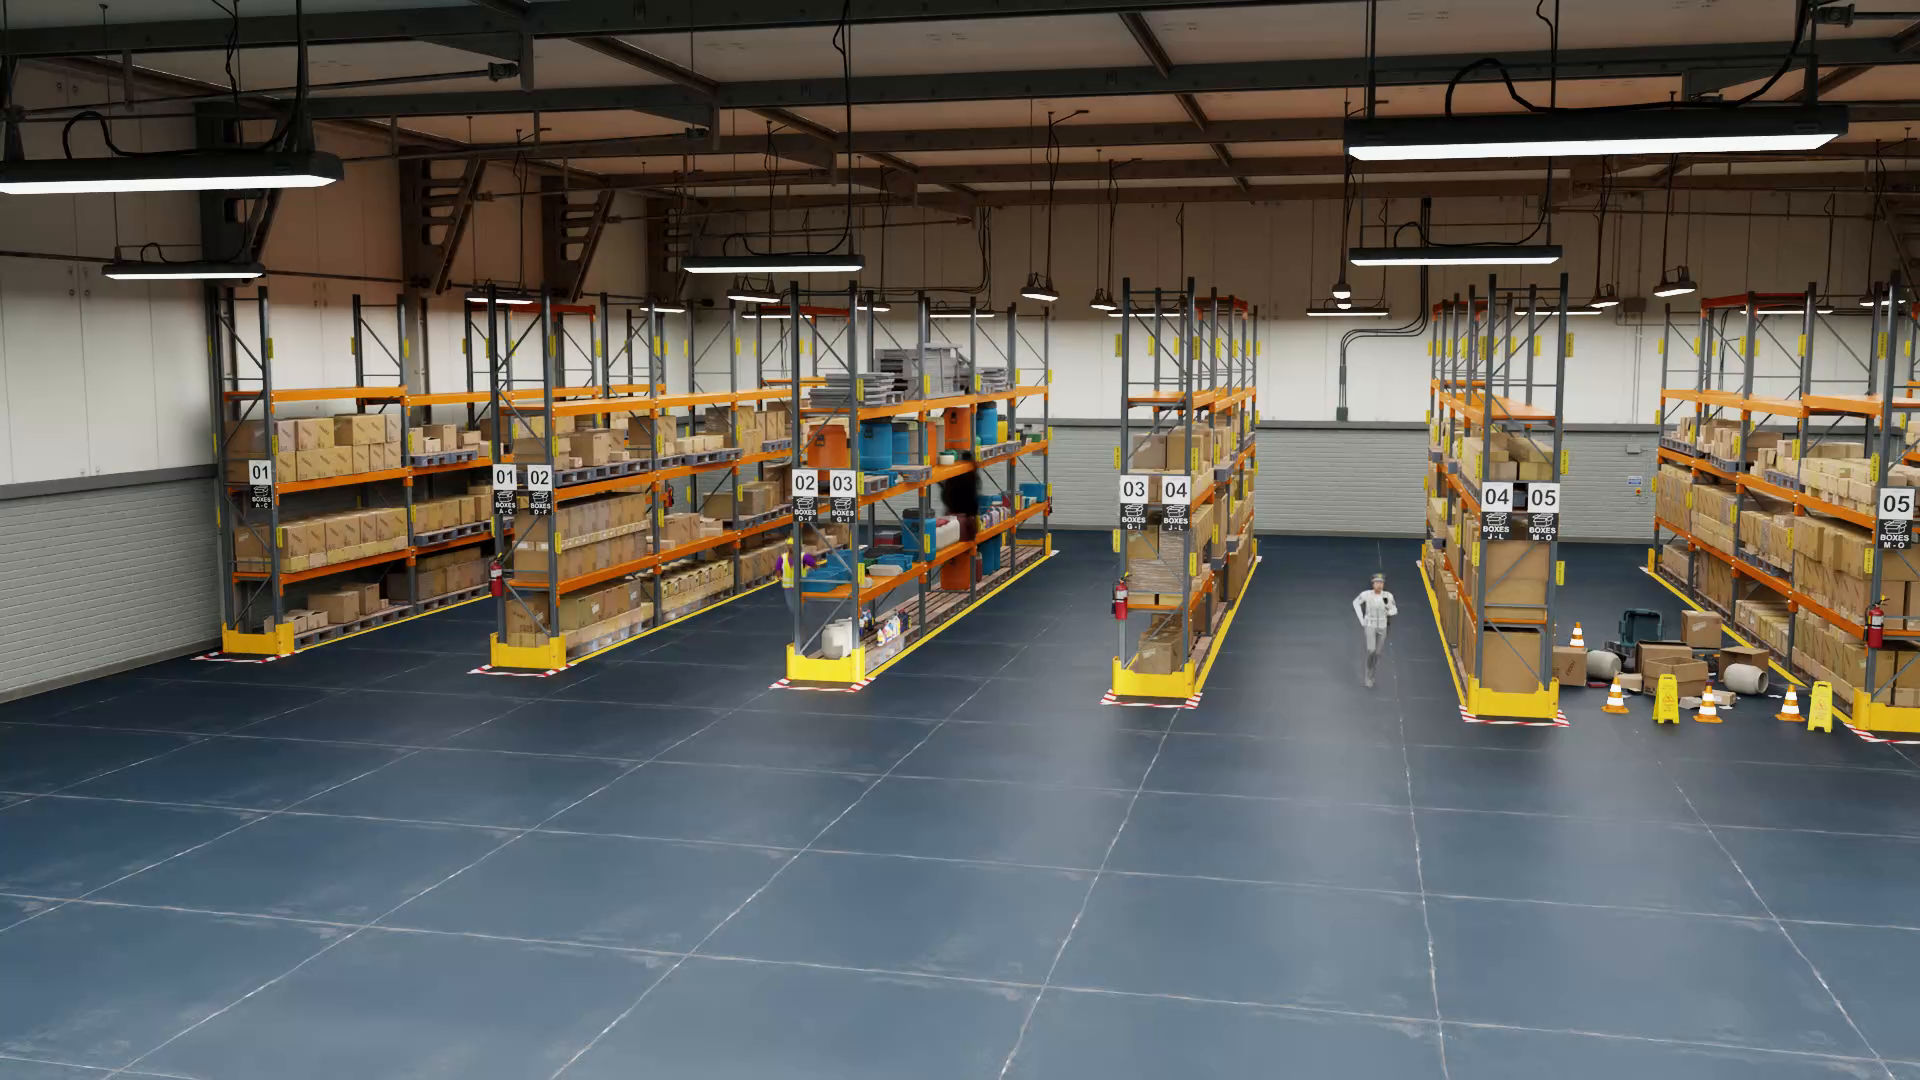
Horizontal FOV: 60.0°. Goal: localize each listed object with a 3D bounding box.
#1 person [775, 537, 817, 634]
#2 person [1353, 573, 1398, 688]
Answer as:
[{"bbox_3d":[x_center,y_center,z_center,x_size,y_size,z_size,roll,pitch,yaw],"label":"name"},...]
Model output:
[{"bbox_3d":[-2.855,0.857,28.582,0.672,1.824,0.762,2,7,16],"label":"person"},{"bbox_3d":[6.197,1.334,24.791,0.595,1.720,0.746,0,7,-1],"label":"person"}]
